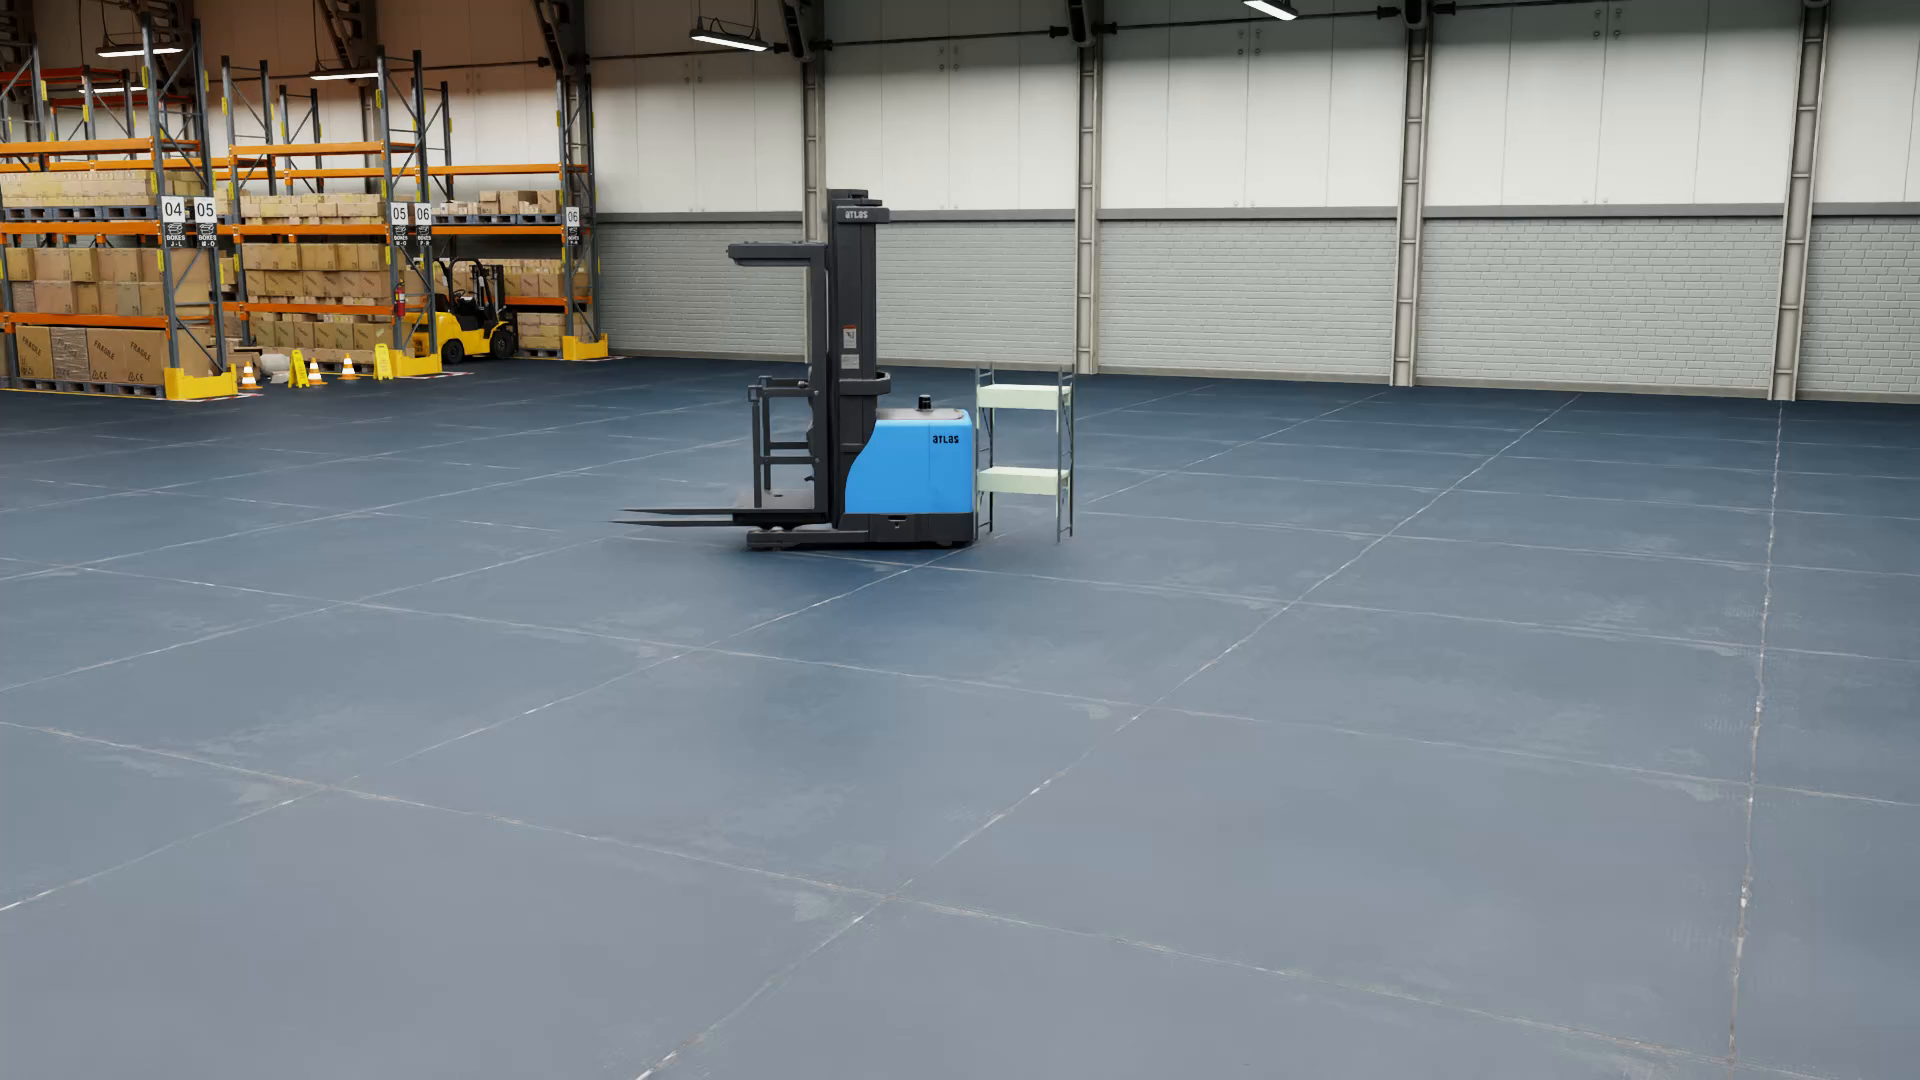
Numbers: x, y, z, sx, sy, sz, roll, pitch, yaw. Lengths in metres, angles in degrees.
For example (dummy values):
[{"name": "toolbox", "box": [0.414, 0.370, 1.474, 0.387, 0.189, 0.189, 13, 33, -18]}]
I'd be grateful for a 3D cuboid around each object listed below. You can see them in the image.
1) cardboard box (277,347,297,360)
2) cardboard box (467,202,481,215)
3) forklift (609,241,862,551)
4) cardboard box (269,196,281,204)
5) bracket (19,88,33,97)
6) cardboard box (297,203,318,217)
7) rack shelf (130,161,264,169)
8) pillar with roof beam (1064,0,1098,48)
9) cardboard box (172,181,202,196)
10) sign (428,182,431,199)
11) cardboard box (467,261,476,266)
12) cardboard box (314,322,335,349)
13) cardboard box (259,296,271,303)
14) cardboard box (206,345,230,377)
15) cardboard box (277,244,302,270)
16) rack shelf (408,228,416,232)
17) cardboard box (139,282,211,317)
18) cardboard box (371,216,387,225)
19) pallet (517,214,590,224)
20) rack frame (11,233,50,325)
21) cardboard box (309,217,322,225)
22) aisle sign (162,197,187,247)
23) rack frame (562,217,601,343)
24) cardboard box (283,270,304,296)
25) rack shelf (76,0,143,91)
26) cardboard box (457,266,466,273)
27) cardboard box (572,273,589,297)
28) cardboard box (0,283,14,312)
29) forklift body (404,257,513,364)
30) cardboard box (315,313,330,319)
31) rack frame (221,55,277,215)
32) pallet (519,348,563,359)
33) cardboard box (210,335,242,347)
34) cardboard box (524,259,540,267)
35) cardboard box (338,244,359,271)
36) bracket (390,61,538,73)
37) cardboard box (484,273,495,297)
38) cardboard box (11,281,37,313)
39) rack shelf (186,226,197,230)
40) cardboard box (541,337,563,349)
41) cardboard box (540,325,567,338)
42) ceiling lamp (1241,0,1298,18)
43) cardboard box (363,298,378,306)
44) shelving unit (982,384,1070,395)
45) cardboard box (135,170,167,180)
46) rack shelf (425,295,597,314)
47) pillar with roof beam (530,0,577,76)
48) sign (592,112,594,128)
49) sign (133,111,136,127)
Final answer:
[{"name": "cardboard box", "box": [-13.010, -3.665, 32.600, 0.500, 0.250, 0.500, 6, 12, 29]}, {"name": "cardboard box", "box": [-10.514, -7.235, 36.277, 0.258, 0.266, 0.396, 5, 11, 24]}, {"name": "forklift", "box": [-1.845, -1.346, 13.993, 2.170, 2.733, 1.118, 0, 10, -2]}, {"name": "cardboard box", "box": [-13.063, -6.546, 32.021, 0.250, 0.149, 0.380, 5, 11, 25]}, {"name": "bracket", "box": [-24.276, -11.670, 43.338, 0.430, 0.232, 0.235, 5, 11, 26]}, {"name": "cardboard box", "box": [-12.266, -6.291, 31.733, 0.500, 0.250, 0.500, 5, 11, 26]}, {"name": "rack shelf", "box": [-15.697, -7.571, 33.534, 3.687, 0.071, 0.831, 5, 11, 26]}, {"name": "pillar with roof beam", "box": [0.423, -9.865, 26.587, 0.548, 2.987, 8.718, 5, 11, 26]}, {"name": "cardboard box", "box": [-12.735, -5.711, 27.067, 0.500, 0.250, 0.500, 5, 11, 26]}, {"name": "sign", "box": [-10.077, -6.619, 31.503, 0.005, 0.325, 0.100, 5, 11, 26]}, {"name": "cardboard box", "box": [-10.619, -6.099, 36.569, 0.250, 0.149, 0.380, 5, 11, 25]}, {"name": "cardboard box", "box": [-12.069, -3.952, 32.078, 0.500, 0.500, 0.500, 5, 11, 24]}, {"name": "cardboard box", "box": [-13.514, -4.730, 32.648, 0.250, 0.149, 0.380, 5, 12, 27]}, {"name": "cardboard box", "box": [-13.854, -3.271, 30.510, 0.503, 0.637, 0.797, 5, 11, 26]}, {"name": "cardboard box", "box": [-12.718, -5.472, 32.119, 0.500, 0.500, 0.700, 5, 11, 25]}, {"name": "rack shelf", "box": [-12.110, -5.976, 32.024, 3.687, 0.071, 0.831, 5, 11, 26]}, {"name": "cardboard box", "box": [-12.769, -3.923, 27.065, 0.550, 0.550, 0.875, 5, 11, 26]}, {"name": "cardboard box", "box": [-10.760, -5.962, 31.033, 0.250, 0.149, 0.380, 5, 11, 26]}, {"name": "pallet", "box": [-8.746, -6.912, 35.822, 1.213, 0.211, 1.003, 5, 11, 26]}, {"name": "rack frame", "box": [-16.005, -4.142, 28.695, 0.053, 2.616, 0.949, 5, 11, 26]}, {"name": "cardboard box", "box": [-12.157, -6.076, 31.662, 0.250, 0.149, 0.380, 5, 11, 25]}, {"name": "aisle sign", "box": [-12.485, -5.053, 26.430, 0.004, 0.787, 0.394, 5, 11, 26]}, {"name": "rack frame", "box": [-8.124, -5.419, 35.751, 0.127, 3.000, 1.000, 5, 11, 26]}, {"name": "cardboard box", "box": [-12.727, -4.980, 32.209, 0.500, 0.500, 0.500, 5, 11, 25]}, {"name": "rack shelf", "box": [-19.827, -10.037, 33.843, 4.267, 5.256, 8.655, 5, 11, 26]}, {"name": "cardboard box", "box": [-10.874, -5.968, 36.682, 0.250, 0.149, 0.380, 5, 12, 27]}, {"name": "cardboard box", "box": [-8.445, -5.552, 36.203, 0.500, 0.500, 0.500, 5, 12, 28]}, {"name": "cardboard box", "box": [-16.590, -4.190, 28.681, 0.500, 0.500, 0.500, 5, 11, 25]}, {"name": "forklift body", "box": [-10.631, -4.860, 35.042, 1.214, 2.155, 2.313, 5, 11, 26]}, {"name": "cardboard box", "box": [-14.745, -5.036, 39.124, 0.625, 0.625, 0.875, 5, 12, 28]}, {"name": "rack frame", "box": [-13.904, -7.893, 32.576, 0.127, 3.000, 1.000, 5, 11, 26]}, {"name": "pallet", "box": [-8.828, -4.101, 36.295, 1.213, 0.211, 1.003, 5, 11, 26]}, {"name": "cardboard box", "box": [-15.021, -3.952, 33.843, 0.625, 0.372, 0.950, 6, 12, 29]}, {"name": "cardboard box", "box": [-9.210, -5.991, 35.972, 0.250, 0.149, 0.380, 5, 11, 26]}, {"name": "cardboard box", "box": [-11.322, -5.360, 31.501, 0.500, 0.500, 0.700, 5, 11, 26]}, {"name": "bracket", "box": [-11.189, -10.520, 36.984, 4.783, 0.066, 0.076, 5, 11, 26]}, {"name": "cardboard box", "box": [-10.058, -5.586, 36.390, 0.500, 0.500, 0.500, 5, 11, 26]}, {"name": "cardboard box", "box": [-15.667, -4.190, 28.535, 0.550, 0.550, 0.875, 5, 11, 26]}, {"name": "rack shelf", "box": [-14.210, -5.178, 27.612, 3.687, 0.071, 0.831, 5, 11, 26]}, {"name": "cardboard box", "box": [-8.685, -4.259, 35.884, 0.500, 0.250, 0.500, 5, 11, 26]}, {"name": "cardboard box", "box": [-8.698, -4.507, 35.850, 0.500, 0.250, 0.500, 5, 11, 25]}, {"name": "ceiling lamp", "box": [4.818, -9.363, 24.187, 0.800, 3.144, 2.000, 5, 11, 26]}, {"name": "cardboard box", "box": [-11.023, -4.500, 31.378, 0.250, 0.149, 0.380, 5, 11, 25]}, {"name": "shelving unit", "box": [0.551, -1.264, 14.063, 0.686, 0.052, 0.368, 4, 11, 20]}, {"name": "cardboard box", "box": [-12.868, -5.801, 26.442, 0.250, 0.149, 0.380, 5, 11, 26]}, {"name": "rack shelf", "box": [-9.917, -5.223, 36.686, 4.000, 0.370, 1.077, 5, 11, 26]}, {"name": "pillar with roof beam", "box": [-10.339, -10.811, 31.812, 0.548, 2.987, 8.718, 5, 11, 26]}, {"name": "sign", "box": [-7.872, -8.997, 35.606, 0.005, 0.325, 0.100, 5, 11, 26]}, {"name": "sign", "box": [-17.259, -8.795, 34.711, 0.005, 0.325, 0.100, 5, 11, 26]}]
